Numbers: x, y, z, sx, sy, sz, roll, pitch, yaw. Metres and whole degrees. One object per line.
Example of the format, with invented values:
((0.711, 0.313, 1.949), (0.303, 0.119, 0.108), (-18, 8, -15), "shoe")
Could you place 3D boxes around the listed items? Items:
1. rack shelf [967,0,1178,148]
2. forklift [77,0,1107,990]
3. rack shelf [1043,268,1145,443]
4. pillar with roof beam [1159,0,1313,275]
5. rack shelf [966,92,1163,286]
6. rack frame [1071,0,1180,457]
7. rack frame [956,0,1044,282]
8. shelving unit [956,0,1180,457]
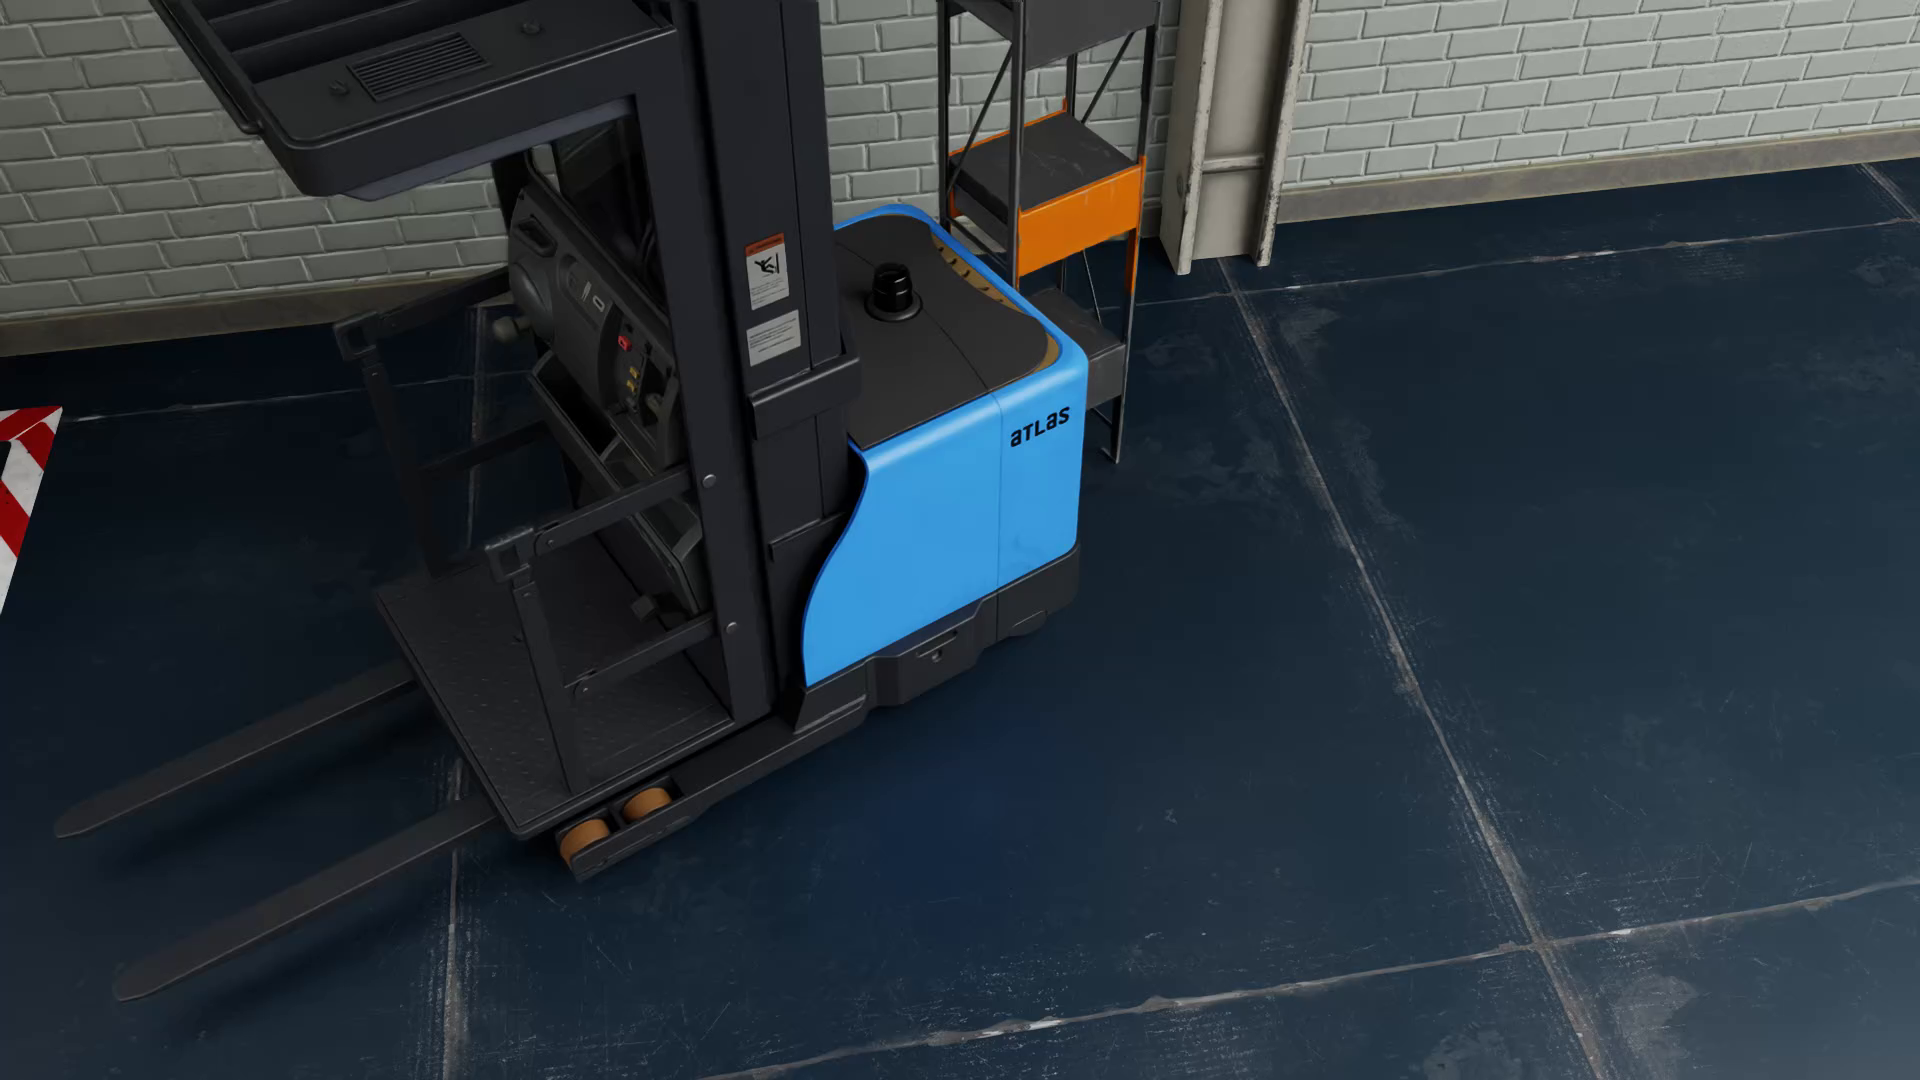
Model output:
((0.310, -1.527, 4.810), (0.480, 0.518, 0.431), (-26, 52, -23), "rack shelf")
((-1.060, -0.512, 4.208), (3.031, 2.935, 1.130), (-26, 52, -23), "forklift")
((0.310, -0.556, 5.818), (0.480, 0.518, 0.431), (-26, 52, -23), "rack shelf")
((1.788, -1.283, 0.738), (0.400, 9.000, 9.100), (-7, 46, -7), "pillar with roof beam")
((0.310, -1.041, 5.314), (0.480, 0.518, 0.431), (-26, 52, -23), "rack shelf")
((0.510, -1.151, 5.401), (0.015, 2.100, 0.400), (-26, 52, -23), "rack frame")
((0.109, -0.951, 5.208), (0.015, 2.100, 0.400), (-26, 52, -23), "rack frame")
((0.310, -1.051, 5.304), (0.503, 2.100, 0.431), (-26, 52, -23), "shelving unit")
